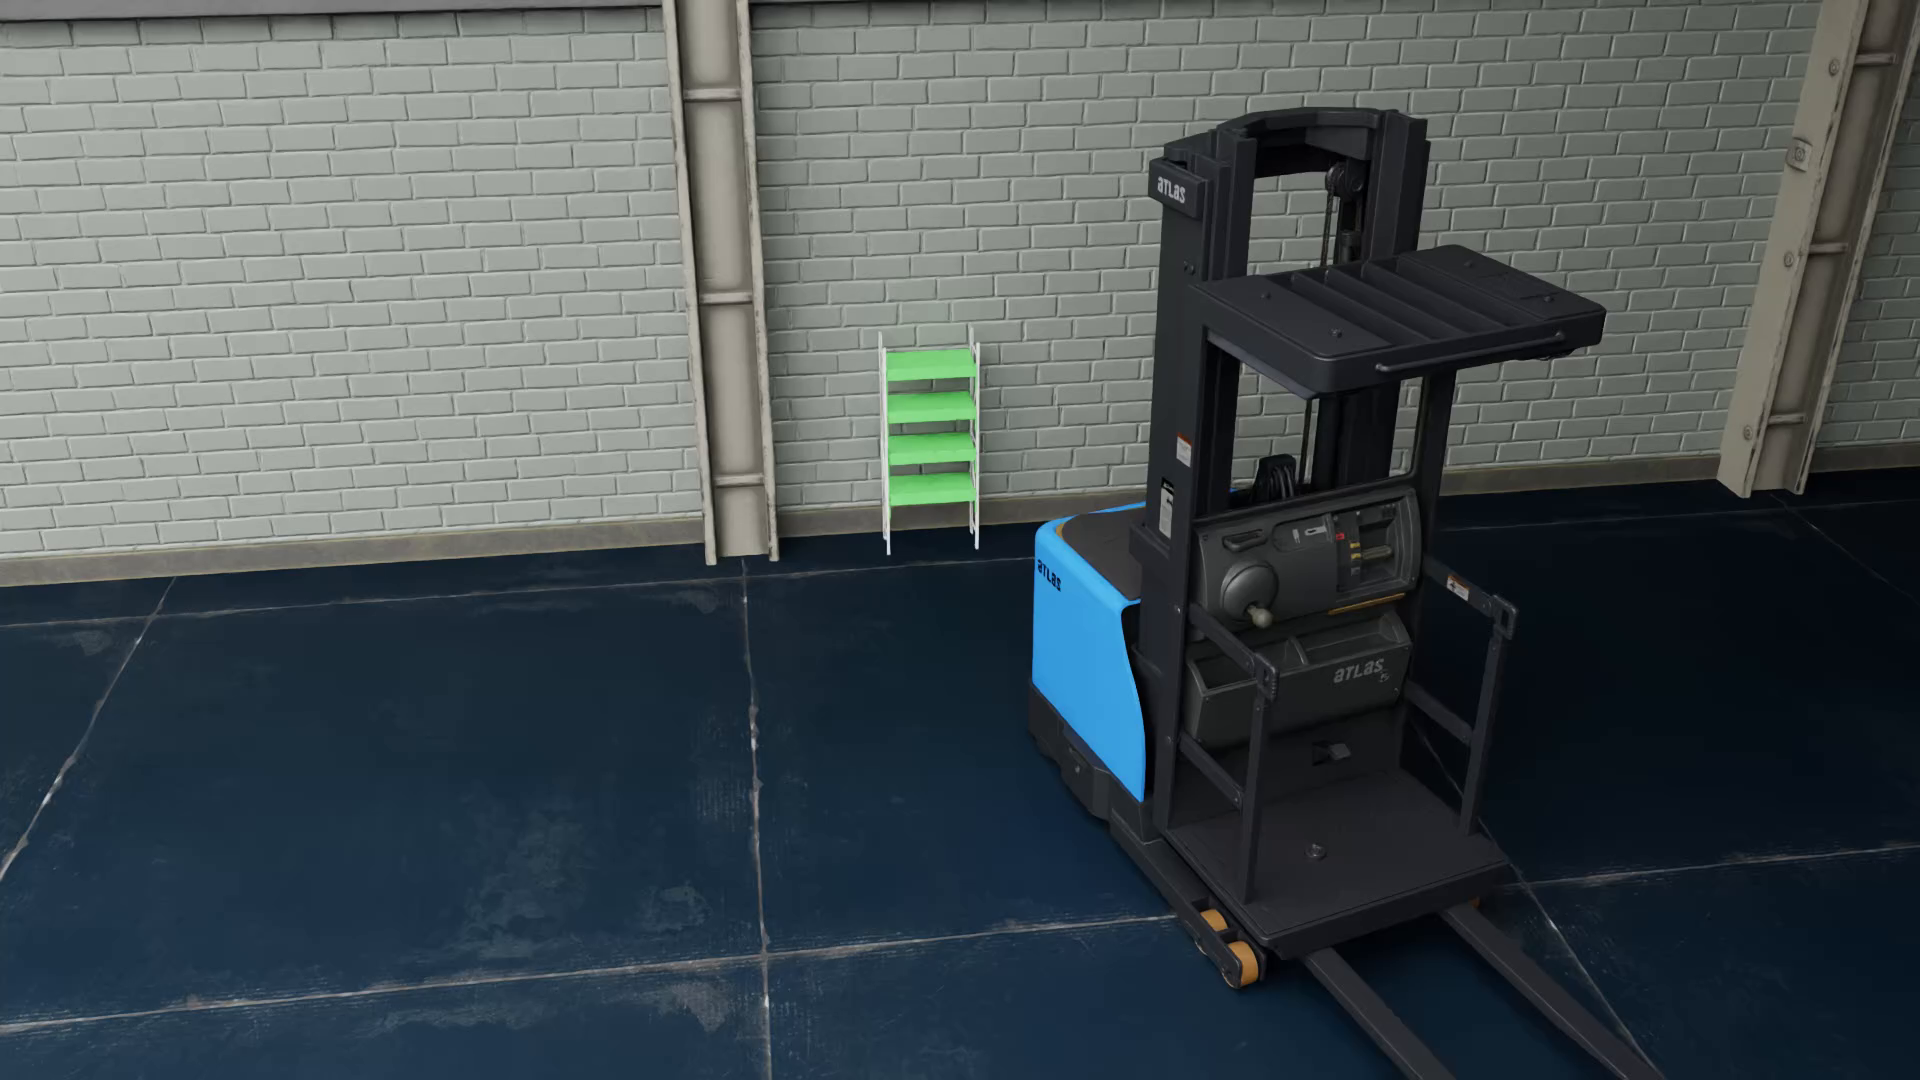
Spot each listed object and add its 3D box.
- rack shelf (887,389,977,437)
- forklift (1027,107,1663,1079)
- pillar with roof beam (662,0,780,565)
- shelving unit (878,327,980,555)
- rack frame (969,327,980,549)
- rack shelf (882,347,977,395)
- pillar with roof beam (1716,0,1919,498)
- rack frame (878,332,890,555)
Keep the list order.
[{"bbox_3d":[-0.164,-0.680,8.875,0.480,0.148,0.258,-4,27,-7],"label":"rack shelf"},{"bbox_3d":[1.359,0.103,5.838,1.130,2.935,3.031,-11,29,-21],"label":"forklift"},{"bbox_3d":[-0.595,-2.003,3.296,0.400,9.000,9.100,-4,27,-7],"label":"pillar with roof beam"},{"bbox_3d":[-0.164,-0.523,8.956,0.503,1.200,0.258,-4,27,-7],"label":"shelving unit"},{"bbox_3d":[0.078,-0.539,8.986,0.015,1.200,0.240,-4,27,-7],"label":"rack frame"},{"bbox_3d":[-0.164,-0.894,8.766,0.480,0.148,0.258,-4,27,-7],"label":"rack shelf"},{"bbox_3d":[5.346,-2.384,4.040,0.400,9.000,9.100,-4,27,-7],"label":"pillar with roof beam"},{"bbox_3d":[-0.406,-0.508,8.925,0.015,1.200,0.240,-4,27,-7],"label":"rack frame"}]
